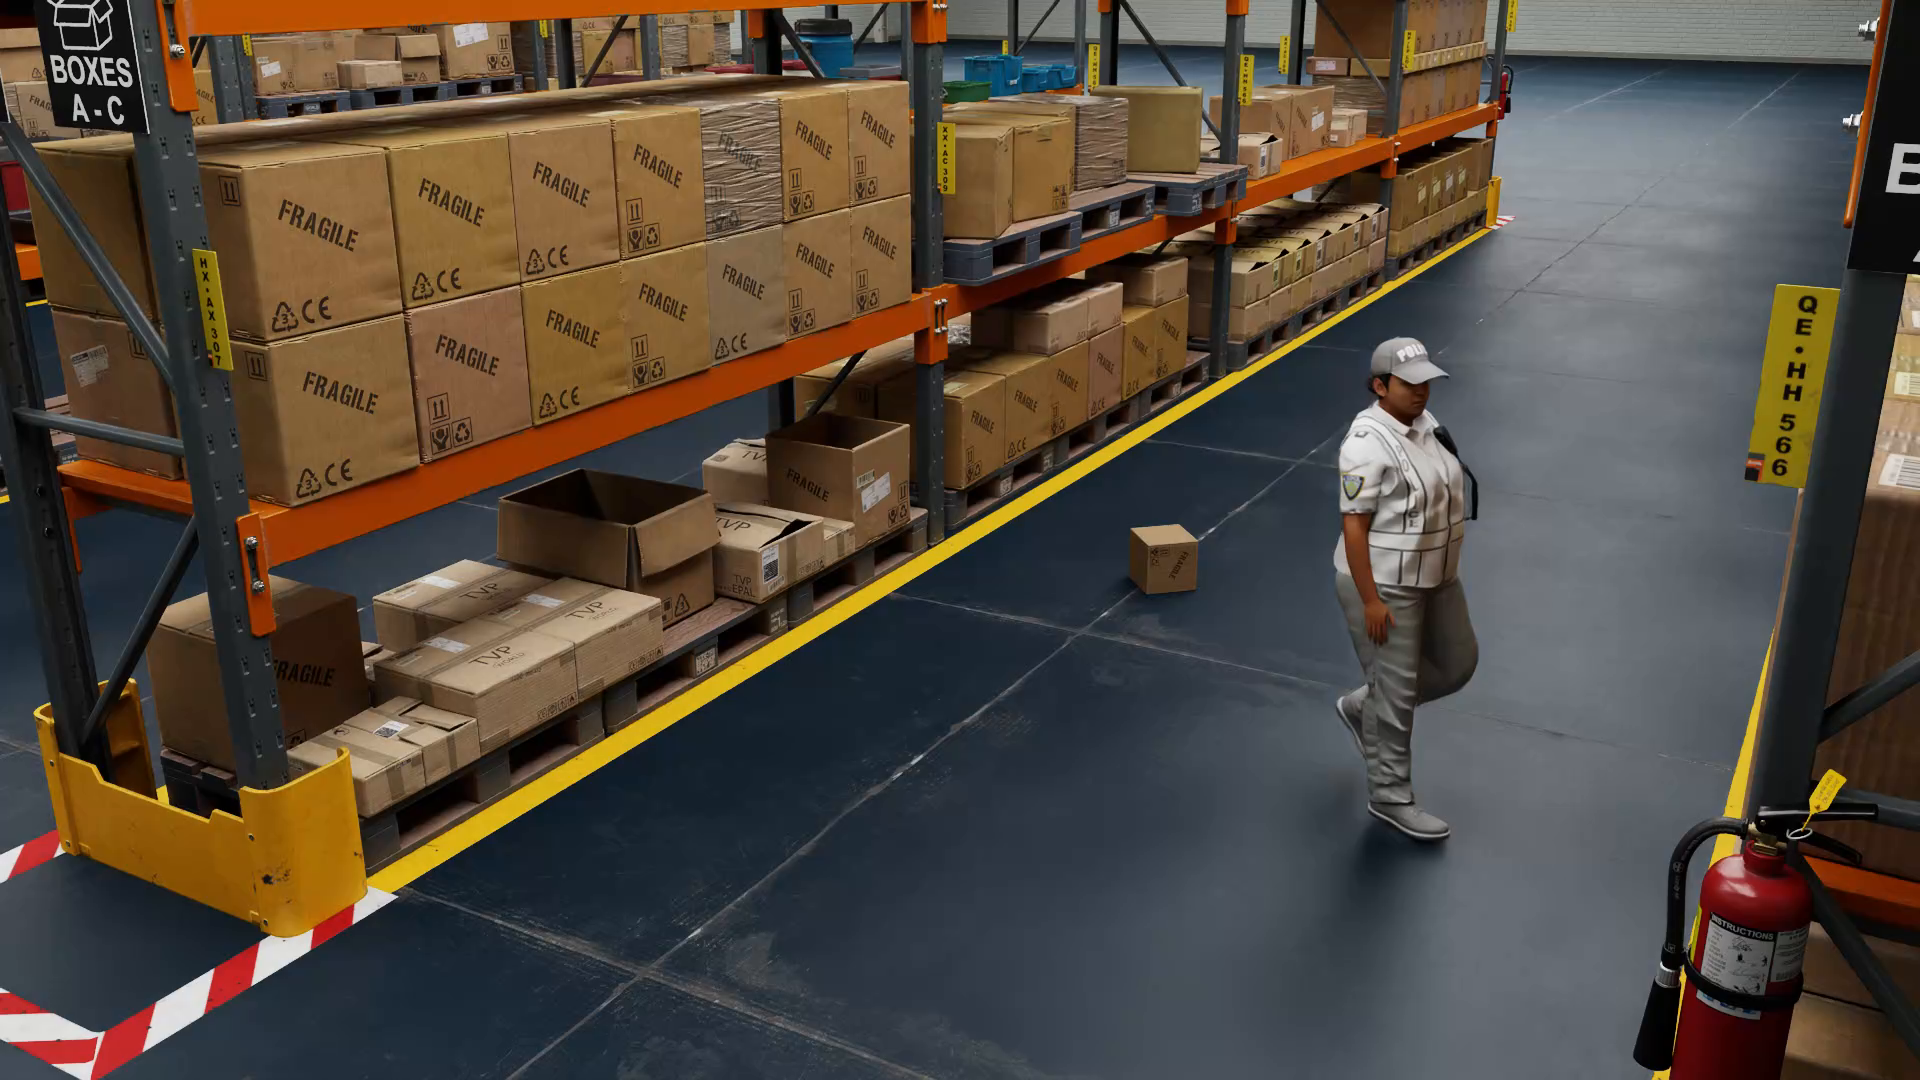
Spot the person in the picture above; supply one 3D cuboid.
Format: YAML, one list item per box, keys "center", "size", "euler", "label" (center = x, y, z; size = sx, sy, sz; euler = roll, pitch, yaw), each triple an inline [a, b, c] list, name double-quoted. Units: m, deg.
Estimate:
- center: [1.498, 0.145, 5.594]
  size: [0.592, 1.661, 0.513]
  euler: [18, 27, 42]
  label: "person"
